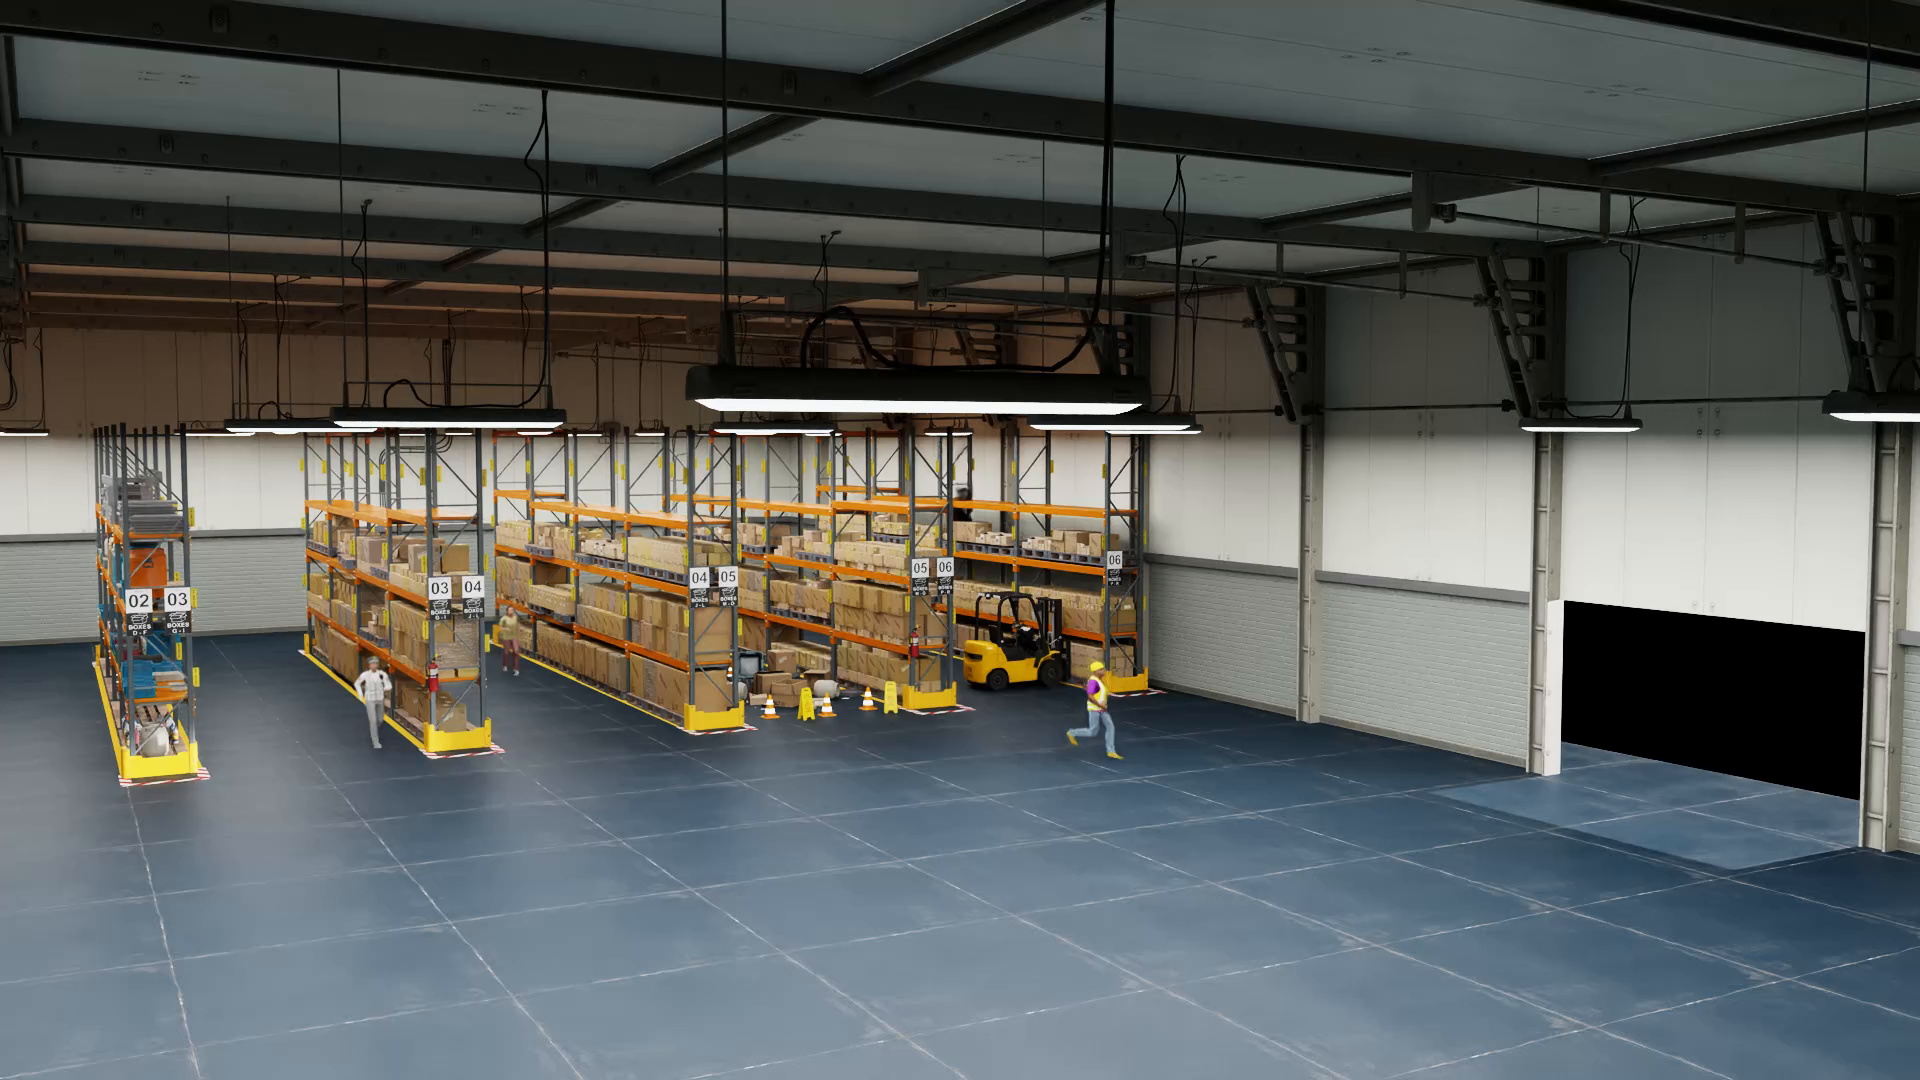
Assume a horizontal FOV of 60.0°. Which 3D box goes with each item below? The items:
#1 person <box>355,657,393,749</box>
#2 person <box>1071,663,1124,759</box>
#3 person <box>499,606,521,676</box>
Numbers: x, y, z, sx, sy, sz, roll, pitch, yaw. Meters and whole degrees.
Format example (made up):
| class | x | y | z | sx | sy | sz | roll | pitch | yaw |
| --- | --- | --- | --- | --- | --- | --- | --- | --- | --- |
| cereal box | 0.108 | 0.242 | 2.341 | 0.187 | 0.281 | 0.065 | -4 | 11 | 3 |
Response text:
| class | x | y | z | sx | sy | sz | roll | pitch | yaw |
| --- | --- | --- | --- | --- | --- | --- | --- | --- | --- |
| person | -10.871 | 2.997 | 30.859 | 0.611 | 1.668 | 0.877 | -2 | 4 | -33 |
| person | 2.483 | 3.070 | 29.897 | 0.946 | 1.742 | 0.687 | 2 | 4 | 24 |
| person | -10.946 | 2.427 | 40.436 | 0.538 | 1.679 | 0.942 | -2 | 4 | -30 |
